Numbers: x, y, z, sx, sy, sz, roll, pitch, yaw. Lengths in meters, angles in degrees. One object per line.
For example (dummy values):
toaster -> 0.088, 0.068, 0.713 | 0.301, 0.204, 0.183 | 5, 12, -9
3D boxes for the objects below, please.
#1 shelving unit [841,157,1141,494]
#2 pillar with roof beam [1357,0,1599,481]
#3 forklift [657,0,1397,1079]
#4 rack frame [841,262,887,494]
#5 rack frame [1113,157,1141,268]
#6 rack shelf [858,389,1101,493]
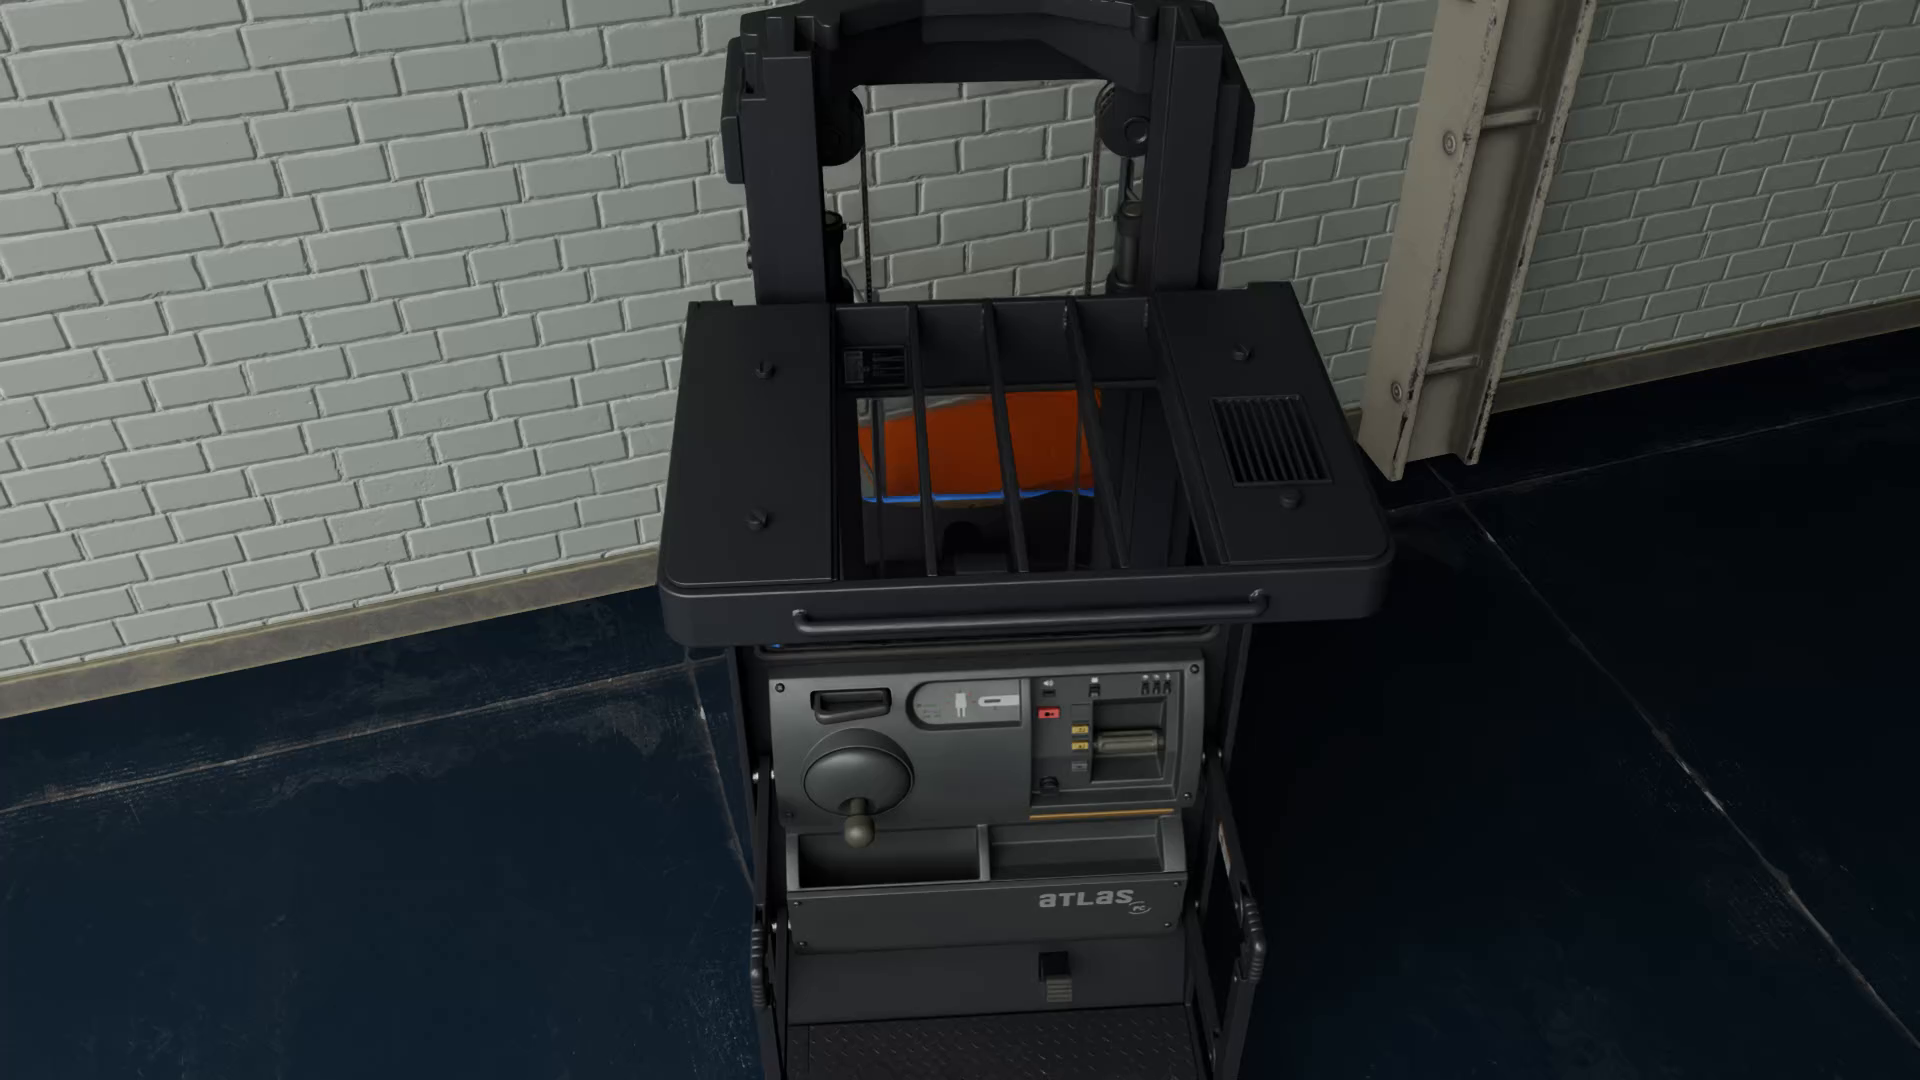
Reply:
shelving unit -> 0.136, -0.407, 5.575 | 1.083, 1.500, 0.587 | -14, 43, -15
pillar with roof beam -> 3.120, -1.051, 0.614 | 0.400, 9.000, 9.100 | -12, 42, -13
forklift -> 0.077, 0.528, 3.418 | 1.130, 2.935, 3.031 | -2, 41, -3
rack frame -> -0.332, -0.292, 5.445 | 0.032, 1.500, 0.500 | -14, 43, -15
rack frame -> 0.622, -0.525, 5.711 | 0.032, 1.500, 0.500 | -14, 43, -15
rack shelf -> 0.145, -0.273, 5.696 | 1.000, 0.185, 0.538 | -14, 43, -15
